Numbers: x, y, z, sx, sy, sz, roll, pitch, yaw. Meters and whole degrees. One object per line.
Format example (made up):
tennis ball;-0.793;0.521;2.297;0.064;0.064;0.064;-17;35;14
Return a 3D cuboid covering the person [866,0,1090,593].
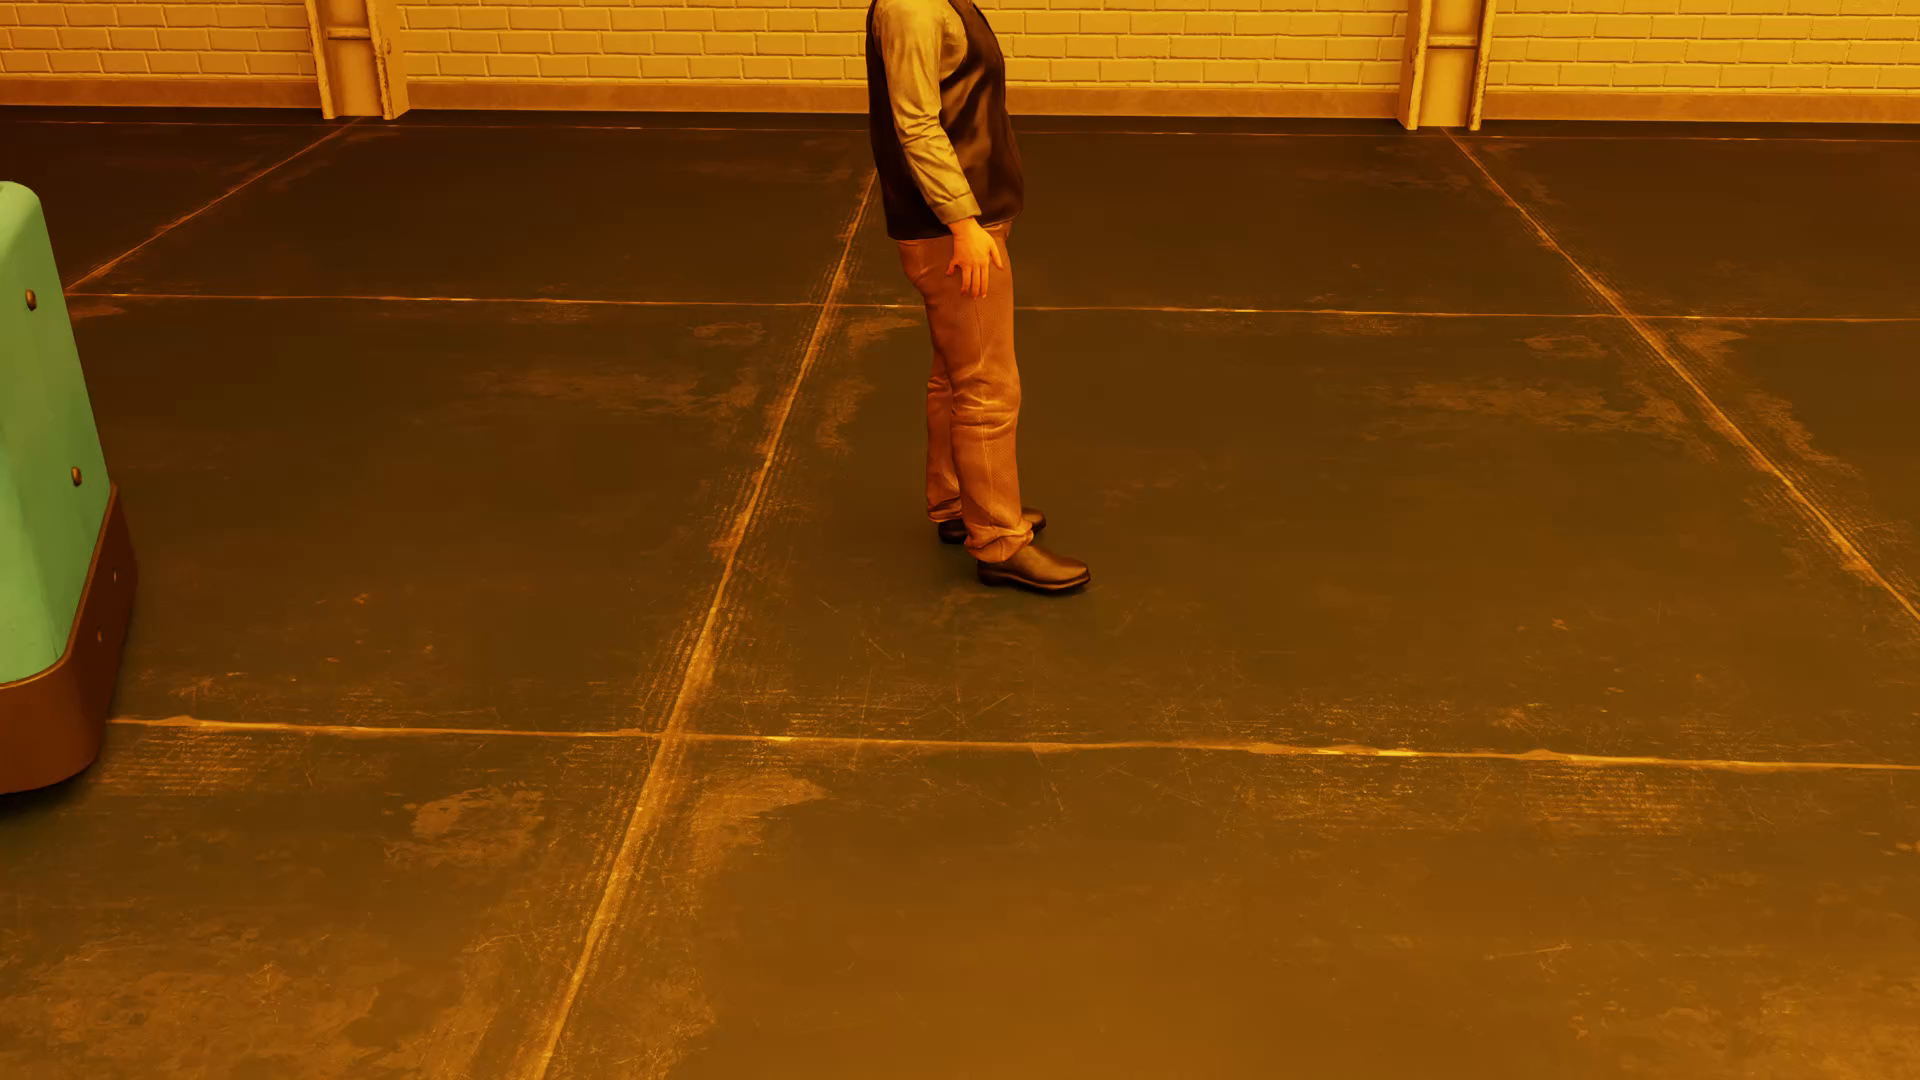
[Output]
person;0.063;-0.774;4.128;0.566;1.722;0.634;1;26;2

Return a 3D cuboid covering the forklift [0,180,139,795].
forklift;-3.364;-0.769;2.768;3.031;2.935;1.130;-8;27;-17
